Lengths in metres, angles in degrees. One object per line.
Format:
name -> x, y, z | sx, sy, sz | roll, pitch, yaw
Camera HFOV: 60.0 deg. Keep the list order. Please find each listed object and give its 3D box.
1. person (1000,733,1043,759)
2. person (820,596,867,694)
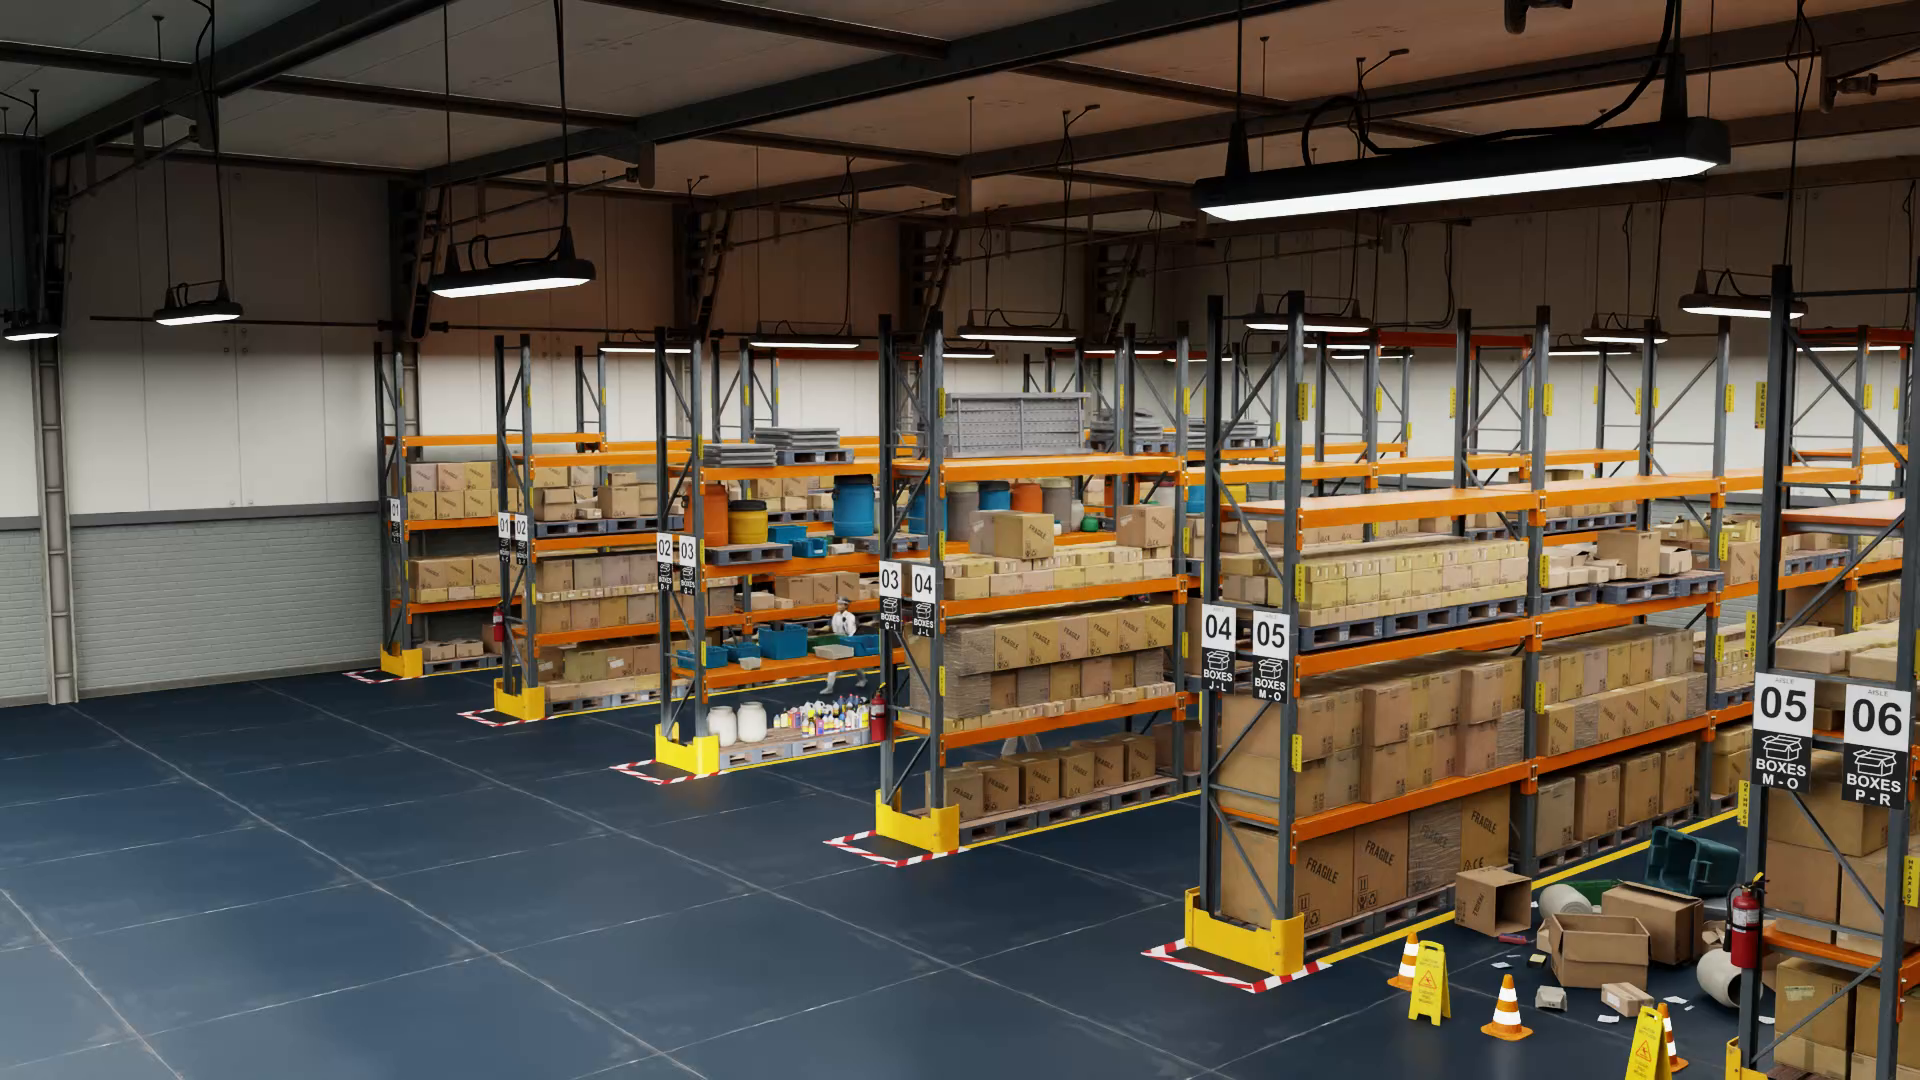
person -> 0.758, 2.343, 22.343 | 0.891, 1.567, 0.620 | -1, 5, -13
person -> -1.971, 1.759, 28.190 | 0.533, 1.636, 1.007 | 4, 6, 35
